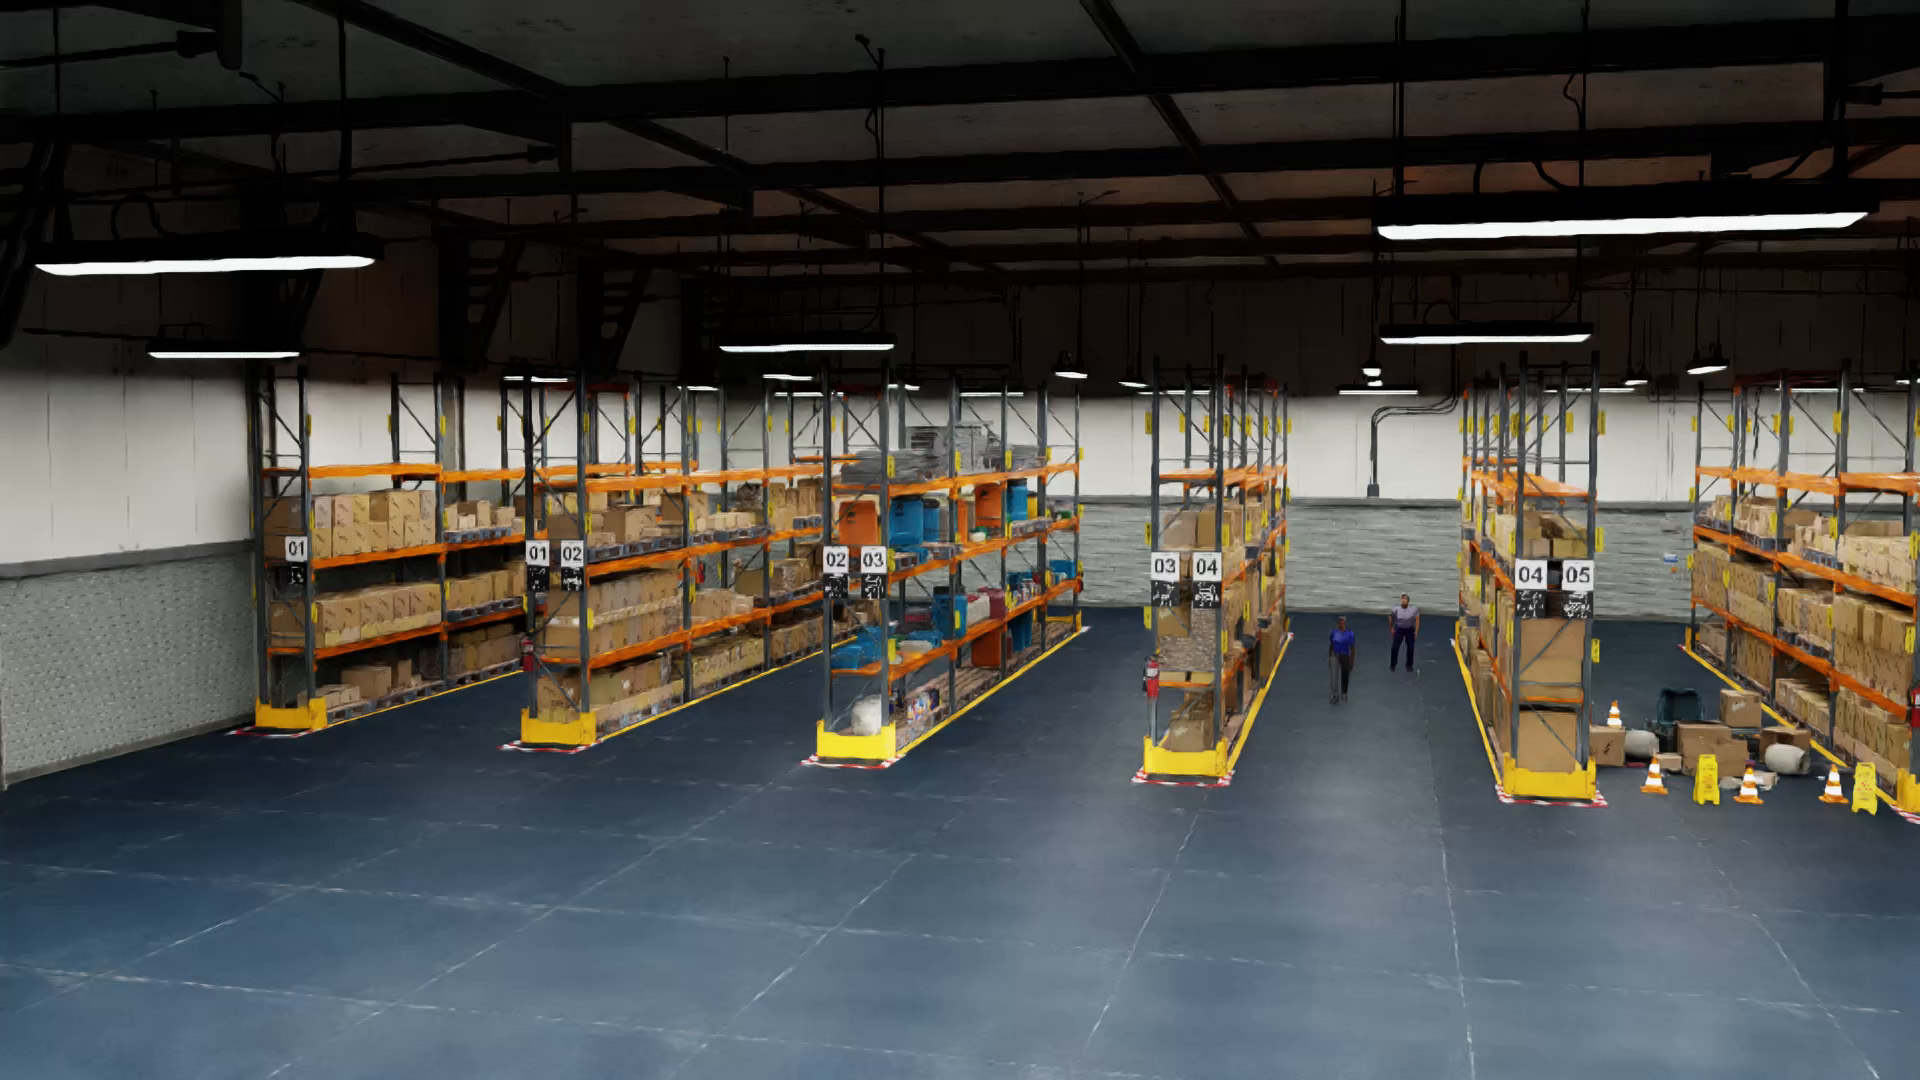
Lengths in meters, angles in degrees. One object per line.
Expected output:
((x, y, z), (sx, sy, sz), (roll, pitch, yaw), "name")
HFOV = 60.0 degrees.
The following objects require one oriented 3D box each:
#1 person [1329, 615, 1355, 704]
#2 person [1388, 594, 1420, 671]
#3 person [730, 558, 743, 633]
((6.880, 2.129, 29.948), (0.447, 1.571, 1.078), (1, 4, 13), "person")
((9.045, 1.877, 33.892), (0.625, 1.596, 0.517), (1, 4, 12), "person")
((-5.309, 1.333, 40.007), (0.448, 1.782, 0.678), (0, 4, -4), "person")
